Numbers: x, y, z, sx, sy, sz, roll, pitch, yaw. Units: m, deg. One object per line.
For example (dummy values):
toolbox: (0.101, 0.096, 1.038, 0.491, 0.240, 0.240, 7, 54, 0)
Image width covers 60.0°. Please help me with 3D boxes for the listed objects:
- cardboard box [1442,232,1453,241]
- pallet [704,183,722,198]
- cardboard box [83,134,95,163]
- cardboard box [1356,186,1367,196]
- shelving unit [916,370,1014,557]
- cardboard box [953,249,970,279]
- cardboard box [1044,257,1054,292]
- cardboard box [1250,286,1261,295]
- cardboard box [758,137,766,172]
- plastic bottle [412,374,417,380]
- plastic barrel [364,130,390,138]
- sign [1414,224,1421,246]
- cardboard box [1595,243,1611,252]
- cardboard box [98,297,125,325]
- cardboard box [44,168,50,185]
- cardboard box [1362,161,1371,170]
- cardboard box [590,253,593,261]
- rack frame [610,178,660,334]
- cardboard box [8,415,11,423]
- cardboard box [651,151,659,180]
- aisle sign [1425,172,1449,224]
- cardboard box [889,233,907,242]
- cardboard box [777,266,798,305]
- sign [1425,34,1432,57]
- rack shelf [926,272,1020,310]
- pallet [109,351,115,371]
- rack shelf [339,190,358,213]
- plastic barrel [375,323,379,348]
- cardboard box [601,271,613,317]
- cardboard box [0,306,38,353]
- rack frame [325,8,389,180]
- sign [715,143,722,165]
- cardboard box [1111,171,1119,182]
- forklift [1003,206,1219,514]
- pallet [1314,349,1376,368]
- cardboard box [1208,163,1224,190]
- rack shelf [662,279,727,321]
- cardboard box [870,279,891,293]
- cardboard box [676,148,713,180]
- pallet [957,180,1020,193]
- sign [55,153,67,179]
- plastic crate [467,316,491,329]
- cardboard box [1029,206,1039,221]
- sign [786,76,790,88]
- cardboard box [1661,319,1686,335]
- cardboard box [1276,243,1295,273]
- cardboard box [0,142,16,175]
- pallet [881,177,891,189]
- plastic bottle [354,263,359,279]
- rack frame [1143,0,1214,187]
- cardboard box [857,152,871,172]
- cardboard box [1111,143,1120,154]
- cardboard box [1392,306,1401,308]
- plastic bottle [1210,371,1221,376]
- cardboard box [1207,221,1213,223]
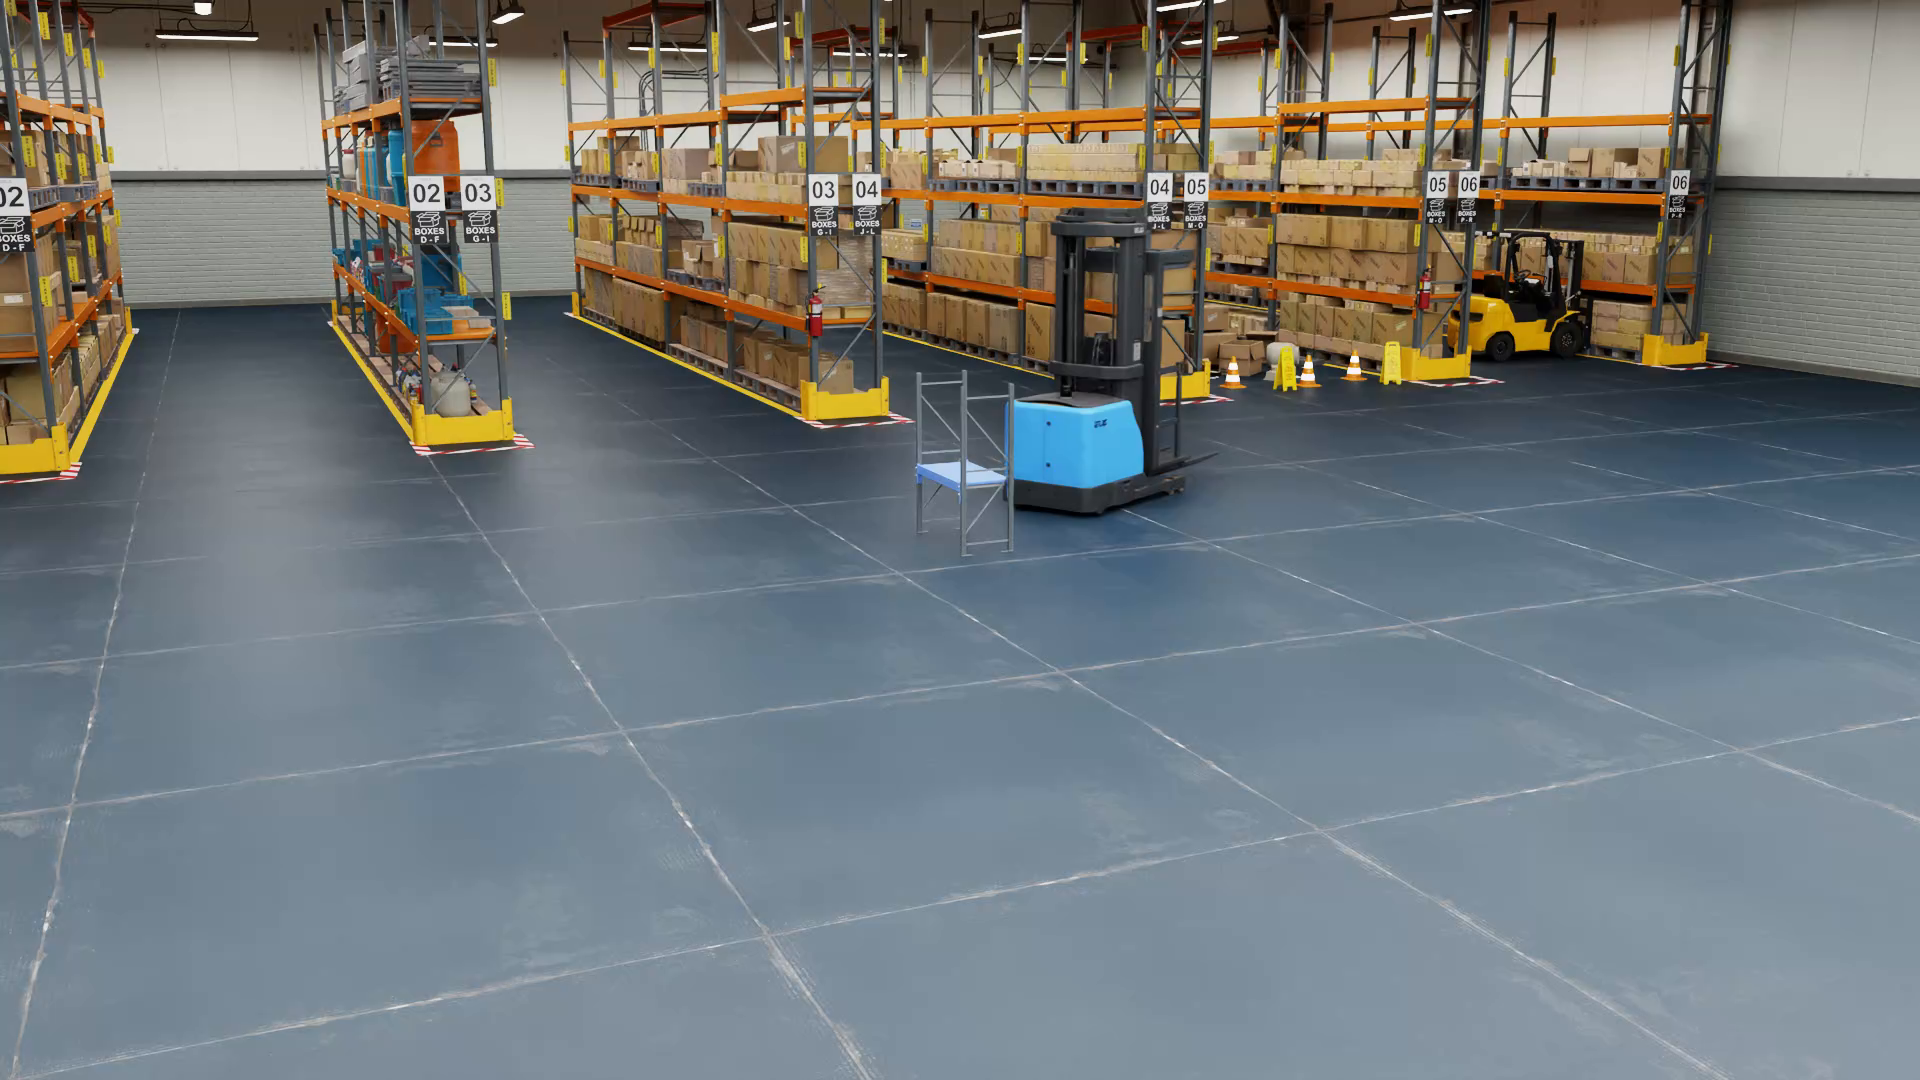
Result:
cardboard box: (9.624, -5.973, 32.746, 0.380, 0.149, 0.250, -5, 14, -22)
pallet: (-3.273, -5.459, 25.951, 1.213, 0.211, 1.003, -6, 14, -23)
cardboard box: (-15.706, -6.922, 29.412, 0.700, 0.500, 0.500, -6, 14, -23)
cardboard box: (6.673, -5.676, 27.025, 0.380, 0.149, 0.250, -6, 14, -25)
shelving unit: (0.034, -0.713, 15.005, 0.538, 1.500, 1.048, -6, 14, -23)
cardboard box: (0.200, -4.929, 29.671, 0.500, 0.500, 0.500, -6, 14, -23)
cardboard box: (1.862, -4.266, 26.697, 0.875, 0.550, 0.550, -6, 14, -23)
cardboard box: (7.251, -6.002, 39.562, 0.500, 0.311, 0.500, -5, 14, -21)
cardboard box: (-2.709, -5.781, 24.933, 0.500, 0.500, 0.500, -6, 14, -25)
plastic bottle: (-7.550, -2.167, 23.035, 0.097, 0.271, 0.097, 0, 13, 0)
plastic barrel: (-9.489, -6.324, 27.387, 0.600, 0.830, 0.708, -6, 14, -23)
sign: (7.043, -4.693, 25.607, 0.100, 0.325, 0.005, -6, 14, -23)
cardboard box: (11.294, -5.094, 28.946, 0.380, 0.149, 0.250, -6, 14, -25)
cardboard box: (-16.565, -4.444, 32.367, 0.500, 0.500, 0.500, -6, 14, -23)
cardboard box: (-12.911, -5.052, 23.174, 0.500, 0.250, 0.500, -7, 15, -28)
cardboard box: (6.739, -6.064, 26.936, 0.380, 0.149, 0.250, -6, 14, -25)
cardboard box: (-7.473, -5.888, 34.597, 0.380, 0.149, 0.250, -6, 14, -24)
rack frame: (-6.328, -5.605, 32.816, 1.000, 3.000, 0.127, -6, 14, -23)
cardboard box: (-11.296, -1.283, 19.309, 0.500, 0.250, 0.500, -6, 14, -23)
cardboard box: (-5.036, -6.615, 29.365, 0.797, 0.503, 0.637, -5, 14, -20)
aisle sign: (7.318, -5.249, 25.510, 0.394, 0.787, 0.004, -6, 14, -23)
cardboard box: (-1.162, -5.849, 32.177, 0.380, 0.149, 0.250, -6, 14, -23)
cardboard box: (-2.026, -3.528, 22.961, 0.875, 0.500, 0.500, -6, 14, -23)
sign: (7.042, -7.430, 24.974, 0.100, 0.325, 0.005, -6, 14, -23)
rack shelf: (0.661, -4.442, 29.387, 1.077, 0.370, 4.000, -6, 14, -23)
pallet: (-14.553, -2.936, 27.466, 1.003, 0.211, 1.213, -6, 14, -23)
rack shelf: (-10.065, -5.856, 28.841, 1.077, 0.370, 4.000, -6, 14, -23)
plastic barrel: (-9.784, -3.532, 28.445, 0.421, 0.512, 0.421, 0, 13, 0)
cardboard box: (-6.880, -5.104, 34.432, 0.875, 0.875, 0.875, -6, 14, -23)
cardboard box: (-10.775, -2.378, 18.652, 0.700, 0.500, 0.500, -6, 14, -23)
rack frame: (-10.866, -8.081, 30.207, 1.000, 3.000, 0.127, -6, 14, -23)
sign: (-3.630, -5.807, 25.014, 0.100, 0.325, 0.005, -6, 14, -23)
cardboard box: (2.417, -5.289, 24.200, 0.380, 0.149, 0.250, -5, 14, -22)
forklift: (1.711, -1.955, 17.197, 1.130, 2.935, 3.031, 9, 16, 35)
pallet: (6.751, -3.101, 28.180, 1.003, 0.211, 1.213, -6, 14, -23)
cardboard box: (4.992, -6.873, 31.413, 0.797, 0.503, 0.637, -6, 14, -23)
rack shelf: (-3.925, -4.015, 27.541, 1.077, 0.370, 4.000, -6, 14, -23)
cardboard box: (-1.689, -5.208, 34.049, 0.500, 0.250, 0.500, -6, 14, -25)
cardboard box: (-4.365, -6.204, 27.419, 0.500, 0.500, 0.500, -6, 14, -25)
pallet: (0.617, -6.216, 29.223, 1.003, 0.211, 1.213, -5, 14, -20)
sign: (-11.694, -4.861, 21.625, 0.100, 0.325, 0.005, -6, 14, -23)
plastic crate: (-6.123, -2.764, 21.125, 0.298, 0.136, 0.250, -6, 14, -23)
cardboard box: (1.902, -7.319, 37.780, 0.500, 0.500, 0.500, -5, 14, -22)
sign: (-3.842, -10.226, 37.230, 0.100, 0.325, 0.005, -6, 14, -23)
cardboard box: (12.108, -3.695, 28.619, 0.500, 0.250, 0.500, -5, 14, -22)
cardboard box: (5.878, -4.925, 28.996, 0.500, 0.500, 0.500, -6, 14, -23)
cardboard box: (-10.826, -4.136, 18.343, 0.797, 0.503, 0.637, -5, 14, -19)
pallet: (-1.175, -7.051, 32.827, 1.213, 0.211, 1.003, -6, 14, -23)
plastic bottle: (-10.659, -4.776, 29.509, 0.152, 0.276, 0.135, -6, 14, -23)
rack frame: (3.064, -6.476, 23.273, 1.000, 3.000, 0.127, -6, 14, -23)
cardboard box: (-1.692, -7.659, 33.884, 0.700, 0.500, 0.500, -6, 14, -23)
cardboard box: (2.417, -5.678, 24.112, 0.380, 0.149, 0.250, -5, 14, -22)
cardboard box: (7.072, -3.660, 27.915, 0.500, 0.500, 0.500, -5, 14, -22)
plastic bottle: (4.035, -2.669, 26.645, 0.133, 0.061, 0.283, -12, 18, -42)
cardboard box: (4.791, -6.003, 32.724, 0.500, 0.500, 0.500, -6, 14, -25)
